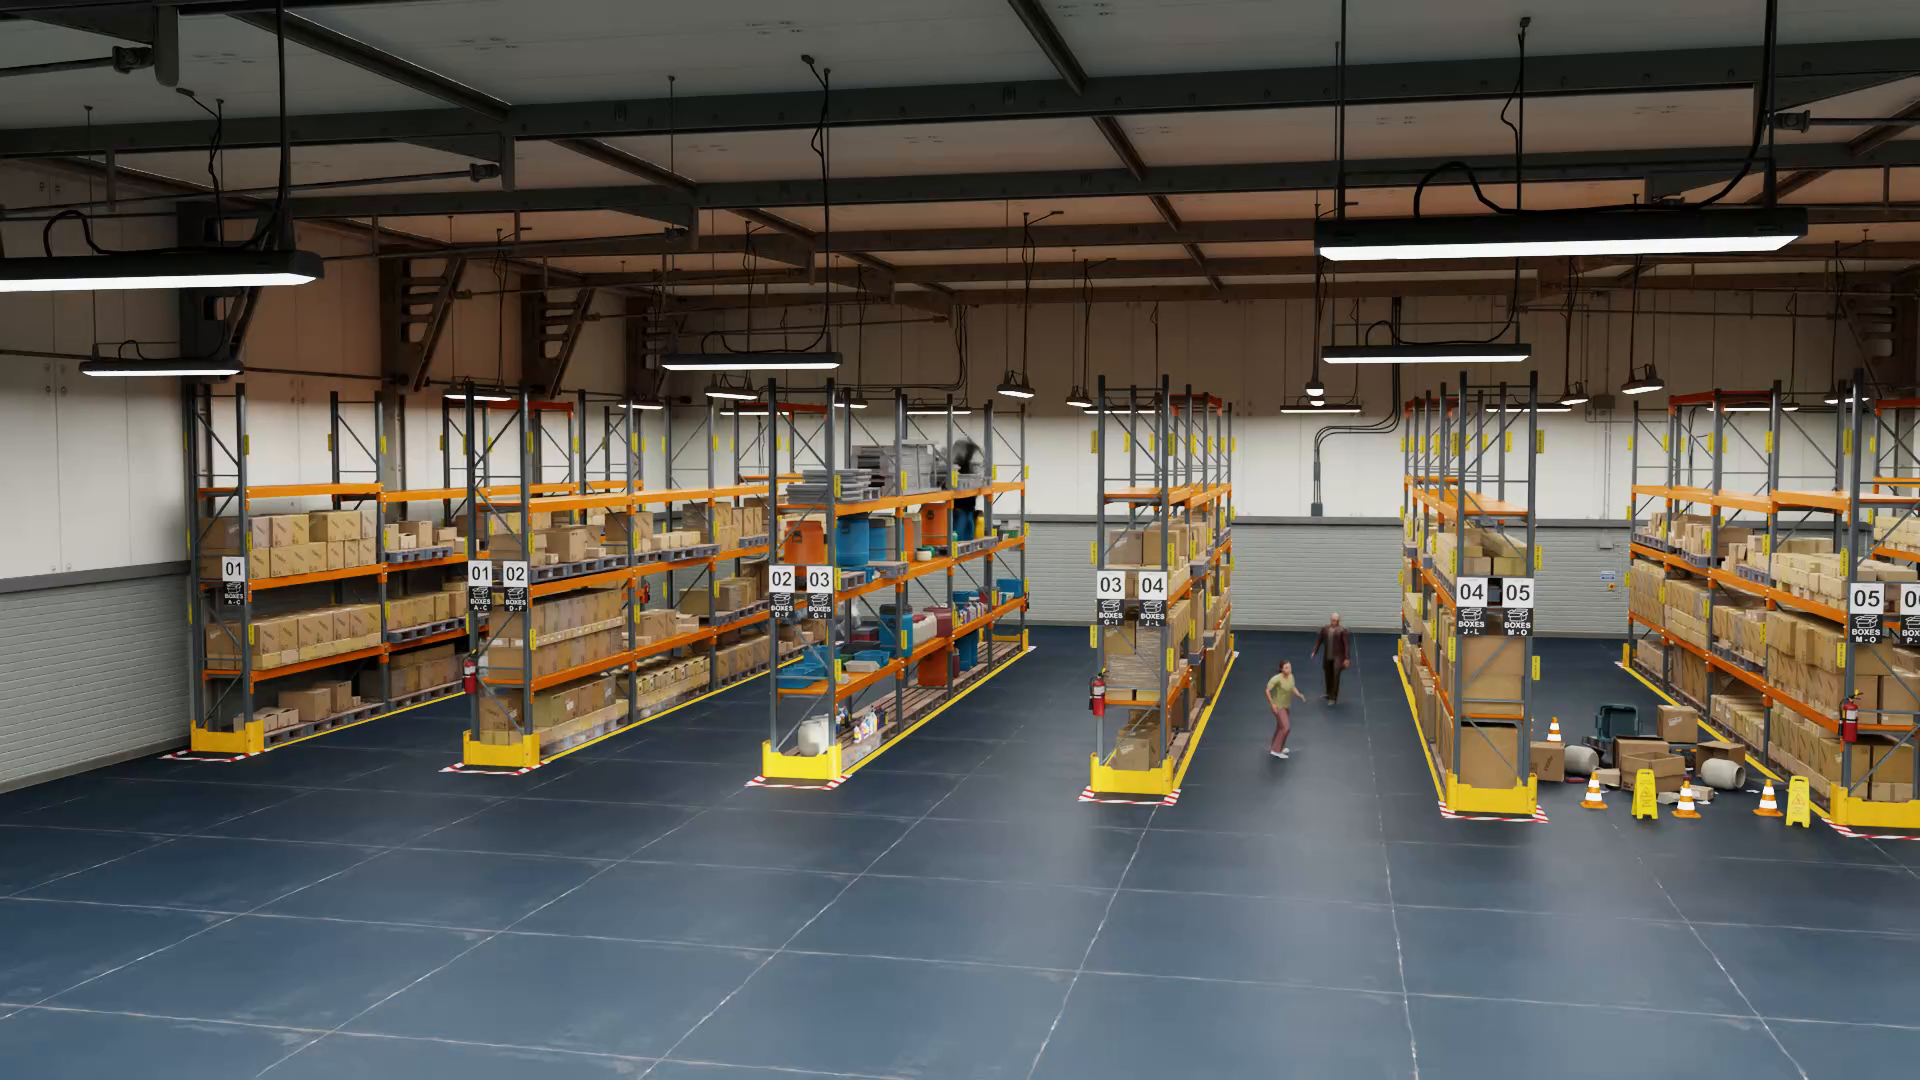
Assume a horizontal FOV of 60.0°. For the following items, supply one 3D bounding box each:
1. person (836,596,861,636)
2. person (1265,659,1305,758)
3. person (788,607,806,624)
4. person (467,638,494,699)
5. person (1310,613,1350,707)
[{"bbox_3d":[-2.837,1.711,42.629,0.976,1.726,0.753,1,4,22],"label":"person"},{"bbox_3d":[5.192,2.696,26.724,0.632,1.602,0.736,-3,4,-42],"label":"person"},{"bbox_3d":[-4.214,1.686,43.344,0.563,1.681,0.692,2,4,37],"label":"person"},{"bbox_3d":[-8.344,2.516,29.136,0.600,1.664,0.944,0,3,-7],"label":"person"},{"bbox_3d":[7.183,2.290,32.165,0.758,1.775,0.831,3,4,43],"label":"person"}]
